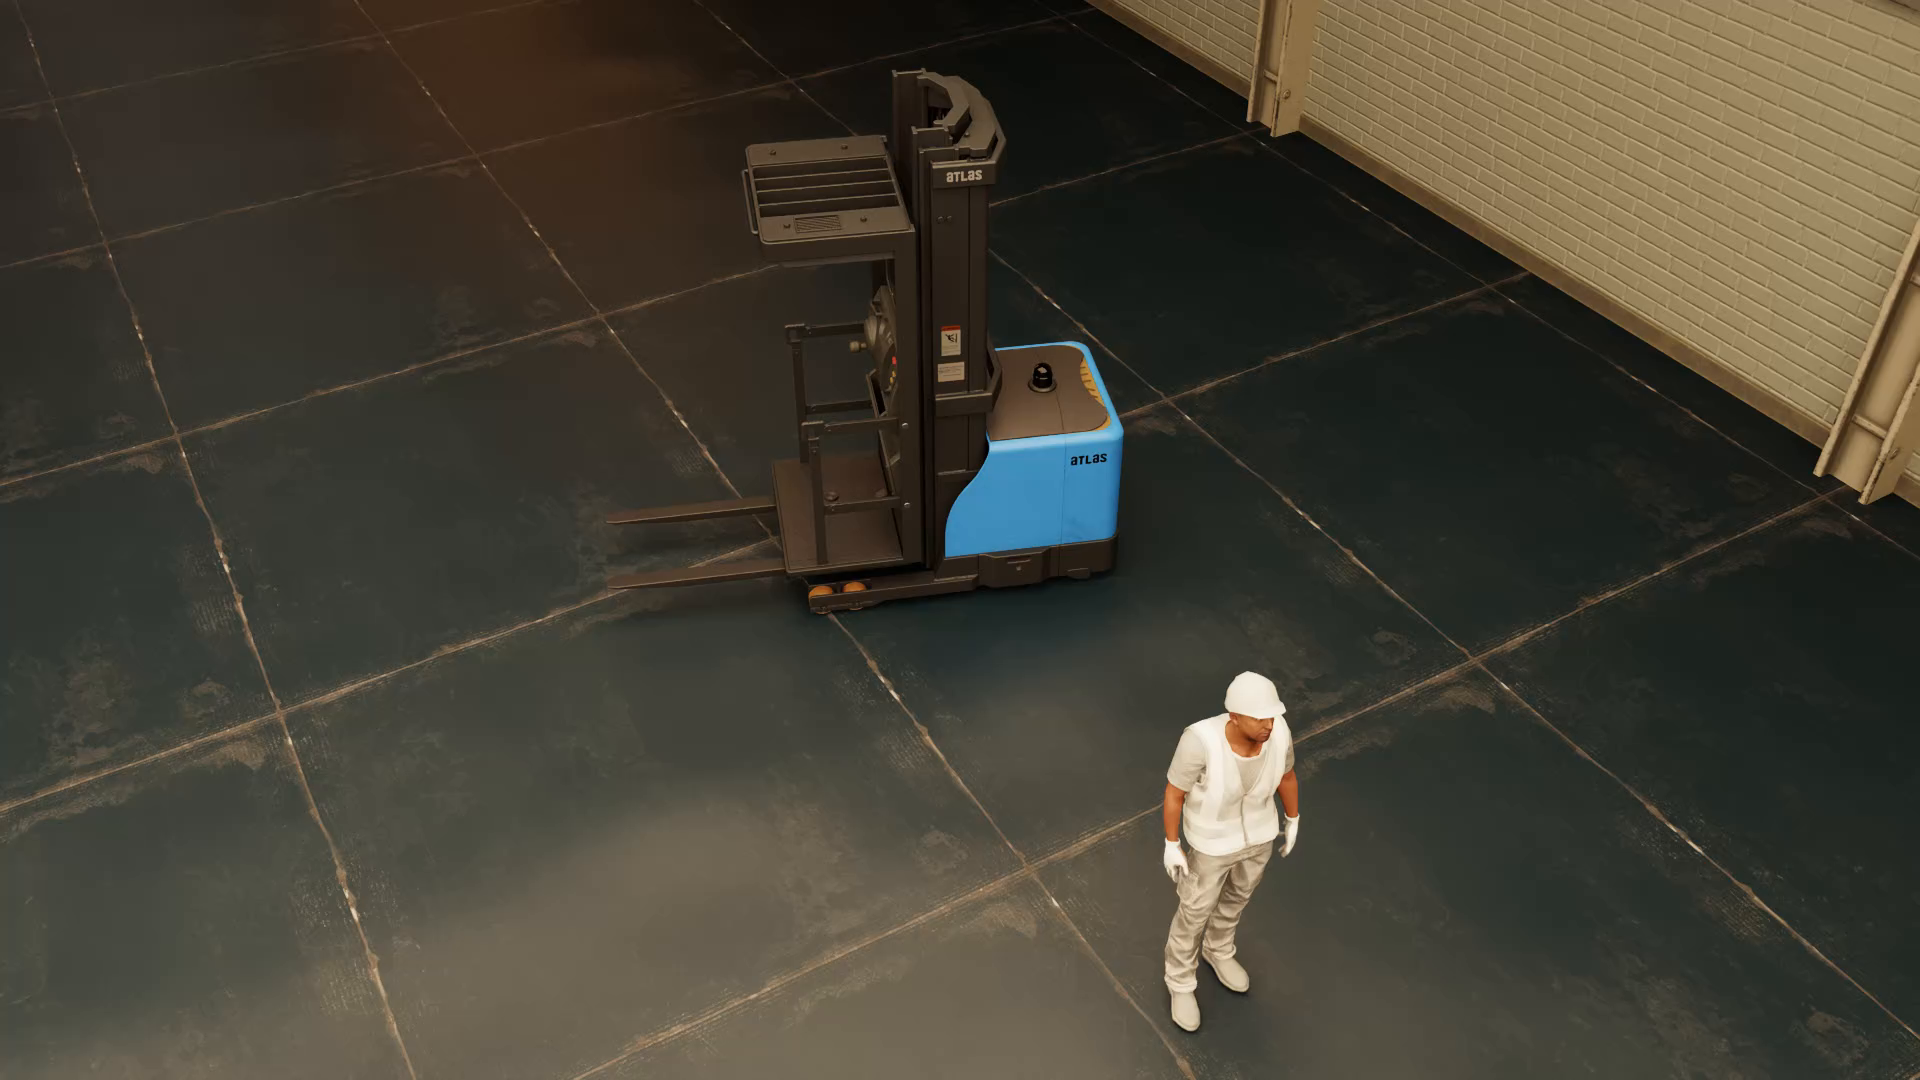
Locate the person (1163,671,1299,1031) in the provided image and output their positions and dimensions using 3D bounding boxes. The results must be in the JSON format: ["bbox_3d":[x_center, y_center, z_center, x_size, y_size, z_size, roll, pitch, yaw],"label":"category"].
[{"bbox_3d":[1.214,1.344,7.303,0.656,1.782,0.577,-13,41,-15],"label":"person"}]

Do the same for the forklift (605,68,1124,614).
[{"bbox_3d":[-0.620,-1.059,9.313,3.031,2.935,1.130,-6,40,-8],"label":"forklift"}]
